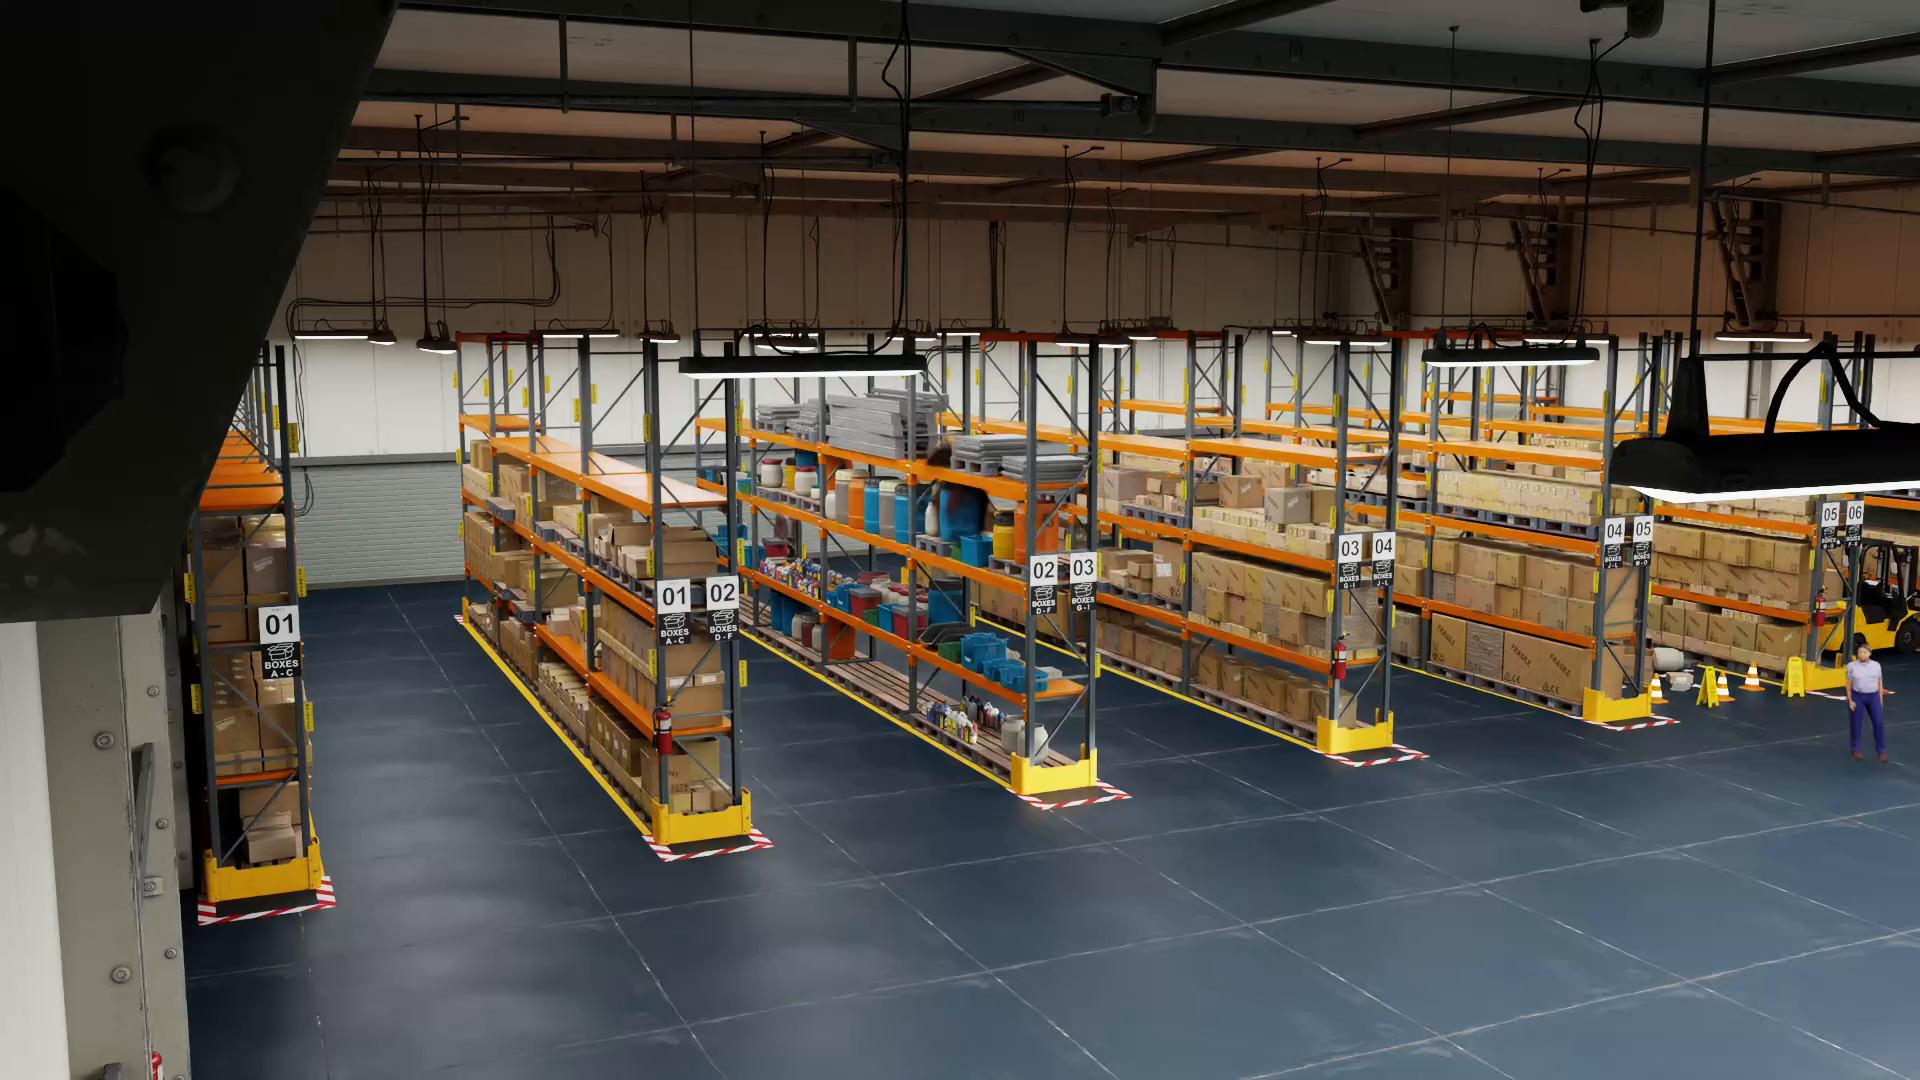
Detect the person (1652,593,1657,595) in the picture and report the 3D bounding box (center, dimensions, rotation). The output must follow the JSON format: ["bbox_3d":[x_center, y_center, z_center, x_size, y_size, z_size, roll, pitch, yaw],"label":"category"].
[{"bbox_3d":[15.093,0.715,35.808,0.358,1.696,0.484,1,8,5],"label":"person"}]

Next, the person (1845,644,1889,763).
[{"bbox_3d":[12.991,2.321,23.793,0.594,1.663,0.405,2,8,16],"label":"person"}]

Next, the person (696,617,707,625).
[{"bbox_3d":[-4.959,1.218,31.710,0.608,1.682,0.788,-2,8,-15],"label":"person"}]

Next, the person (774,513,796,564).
[{"bbox_3d":[-4.267,-0.053,40.912,0.515,1.785,0.597,7,10,41],"label":"person"}]
